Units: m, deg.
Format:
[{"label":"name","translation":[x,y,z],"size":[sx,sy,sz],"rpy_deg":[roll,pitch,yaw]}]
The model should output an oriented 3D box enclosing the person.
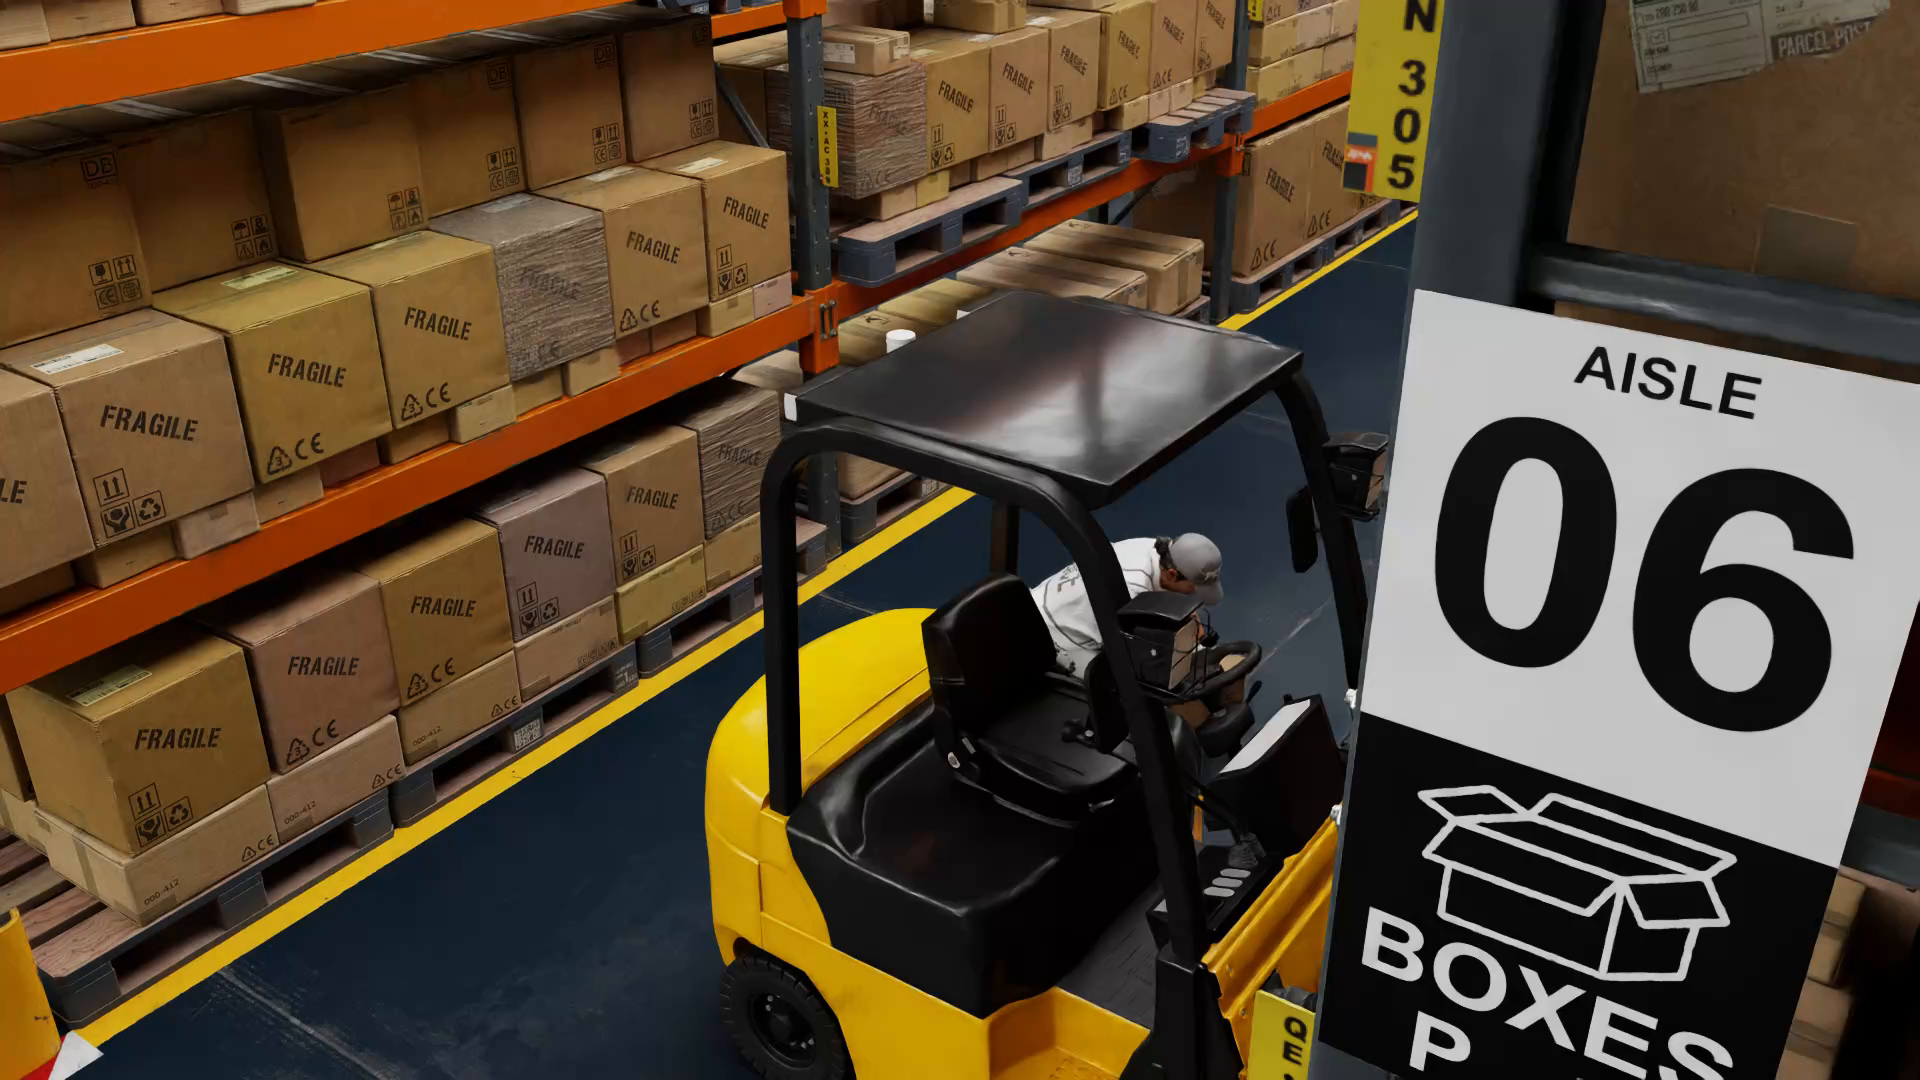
[{"label":"person","translation":[0.598,0.350,6.238],"size":[0.854,0.948,0.508],"rpy_deg":[17,32,30]}]
